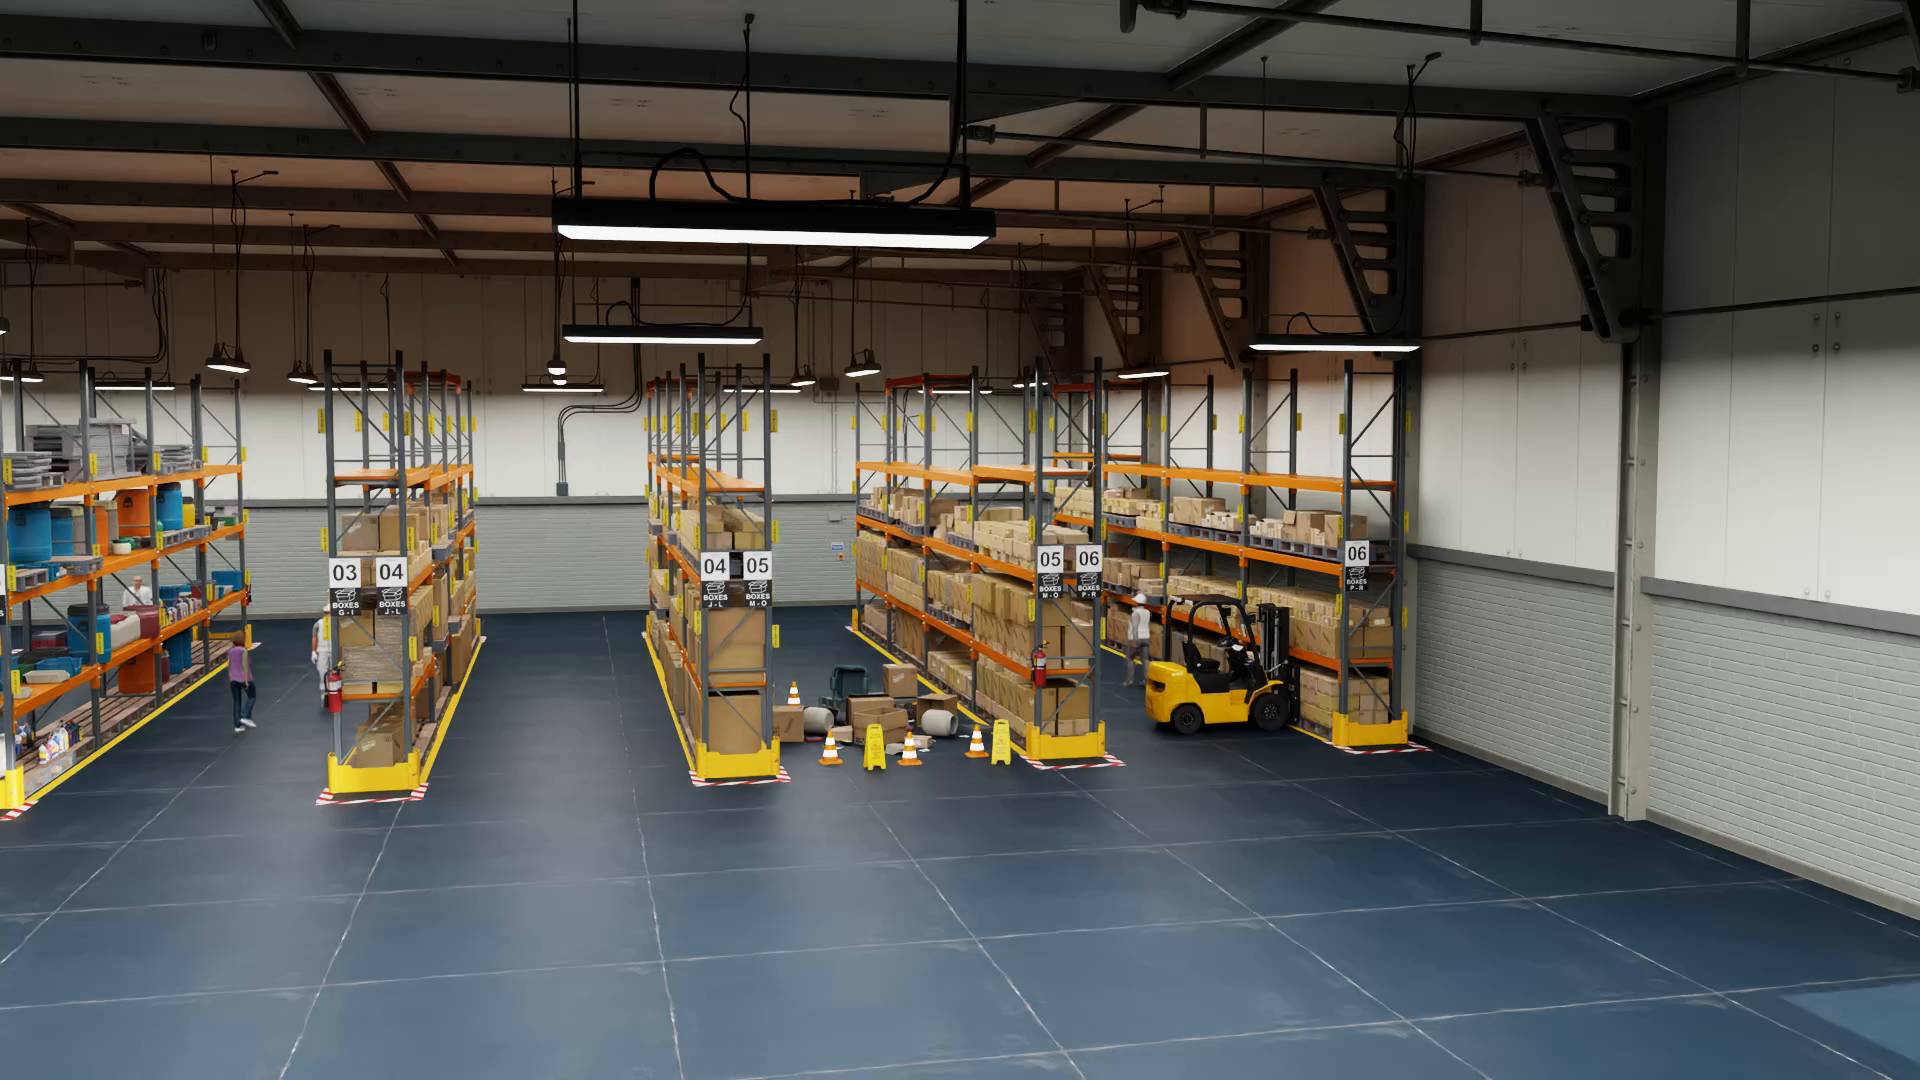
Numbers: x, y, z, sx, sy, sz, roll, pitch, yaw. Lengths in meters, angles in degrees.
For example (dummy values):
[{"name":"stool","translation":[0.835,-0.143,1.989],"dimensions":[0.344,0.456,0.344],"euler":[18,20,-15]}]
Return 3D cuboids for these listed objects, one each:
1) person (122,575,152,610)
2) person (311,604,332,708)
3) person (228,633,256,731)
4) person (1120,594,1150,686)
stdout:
[{"name":"person","translation":[-17.715,1.619,35.833],"dimensions":[0.664,1.710,1.128],"euler":[-1,4,-12]},{"name":"person","translation":[-11.241,2.059,29.644],"dimensions":[0.576,1.793,0.734],"euler":[-2,4,-26]},{"name":"person","translation":[-11.735,2.312,27.107],"dimensions":[0.445,1.583,0.468],"euler":[0,4,-3]},{"name":"person","translation":[3.449,1.929,31.777],"dimensions":[0.521,1.802,0.701],"euler":[-2,4,-27]}]
